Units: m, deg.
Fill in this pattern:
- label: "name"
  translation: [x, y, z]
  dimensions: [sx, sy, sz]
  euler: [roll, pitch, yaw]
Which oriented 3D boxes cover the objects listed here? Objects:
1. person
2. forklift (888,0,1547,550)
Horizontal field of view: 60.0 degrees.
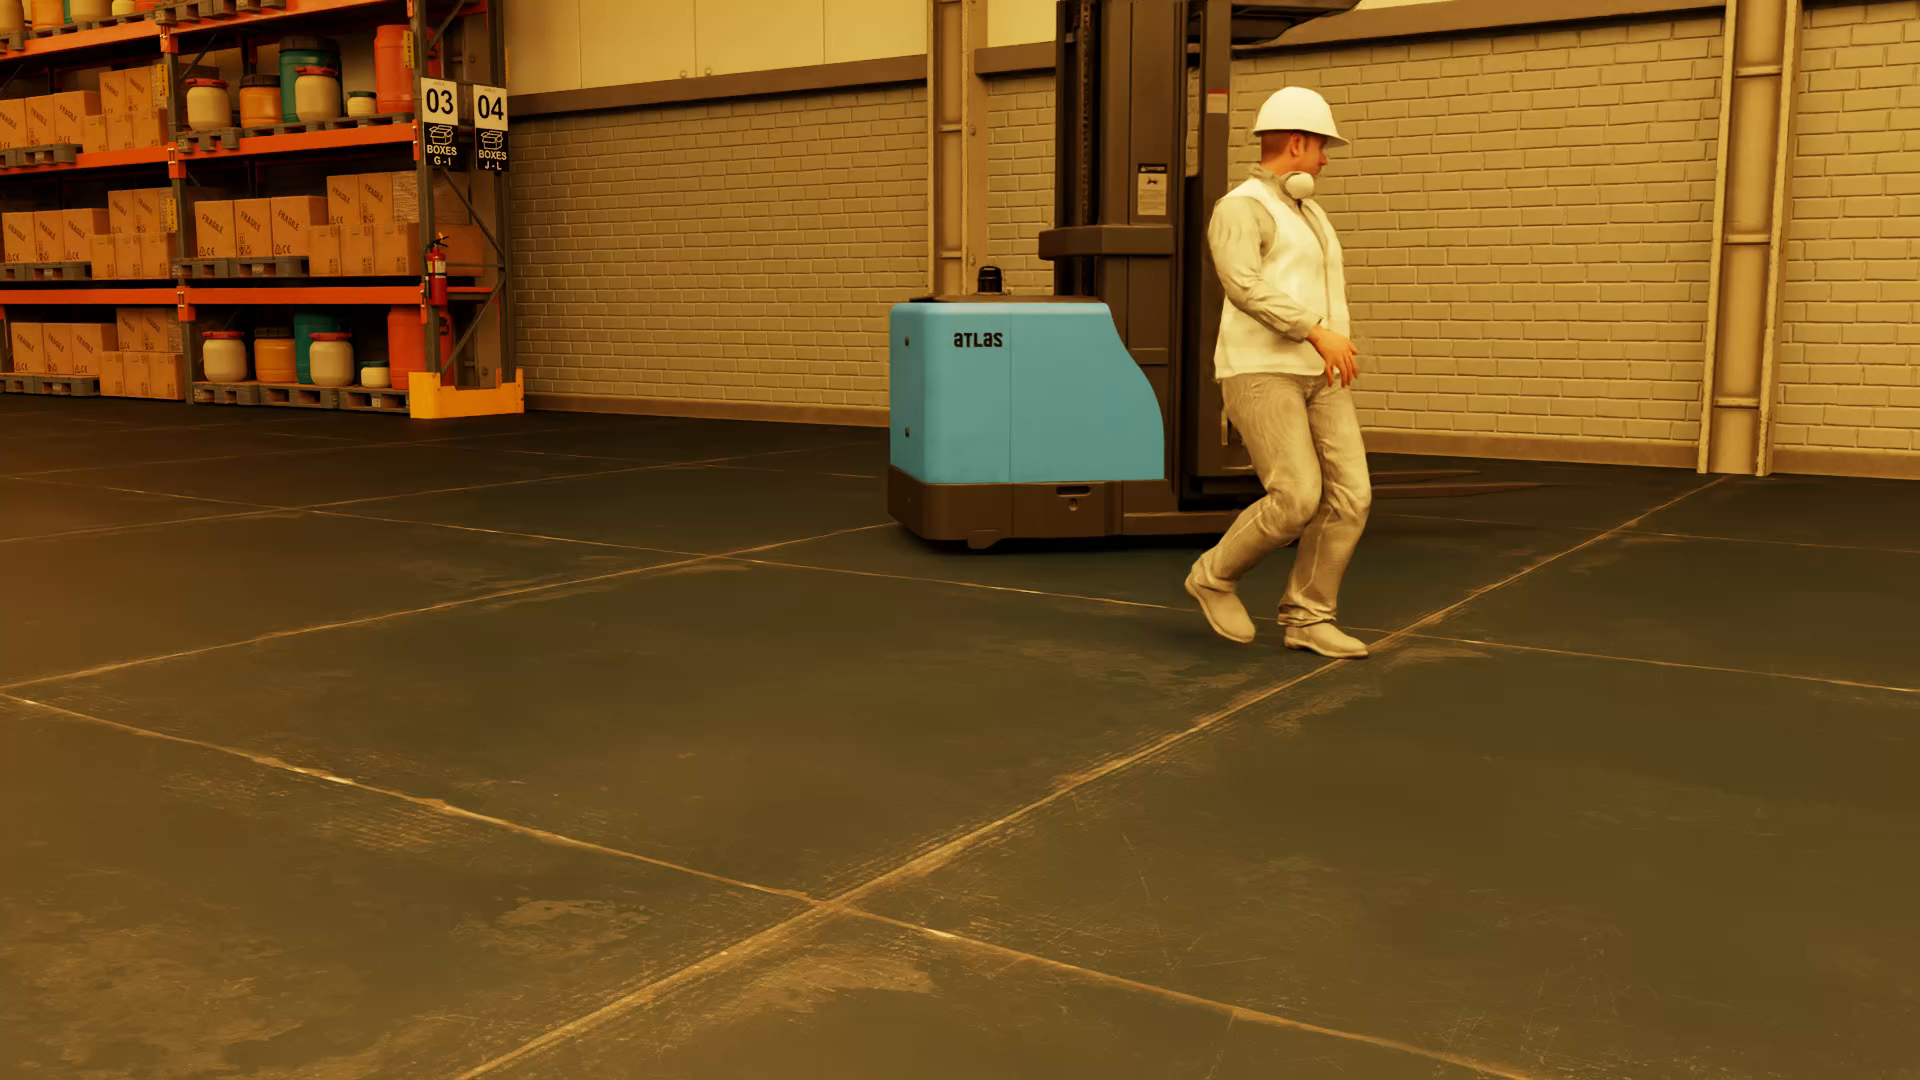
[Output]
- label: "person"
  translation: [1.052, -0.514, 5.130]
  dimensions: [0.705, 1.725, 0.555]
  euler: [-7, 10, -39]
- label: "forklift"
  translation: [1.226, -1.491, 7.681]
  dimensions: [3.031, 2.935, 1.130]
  euler: [-2, 8, -12]
